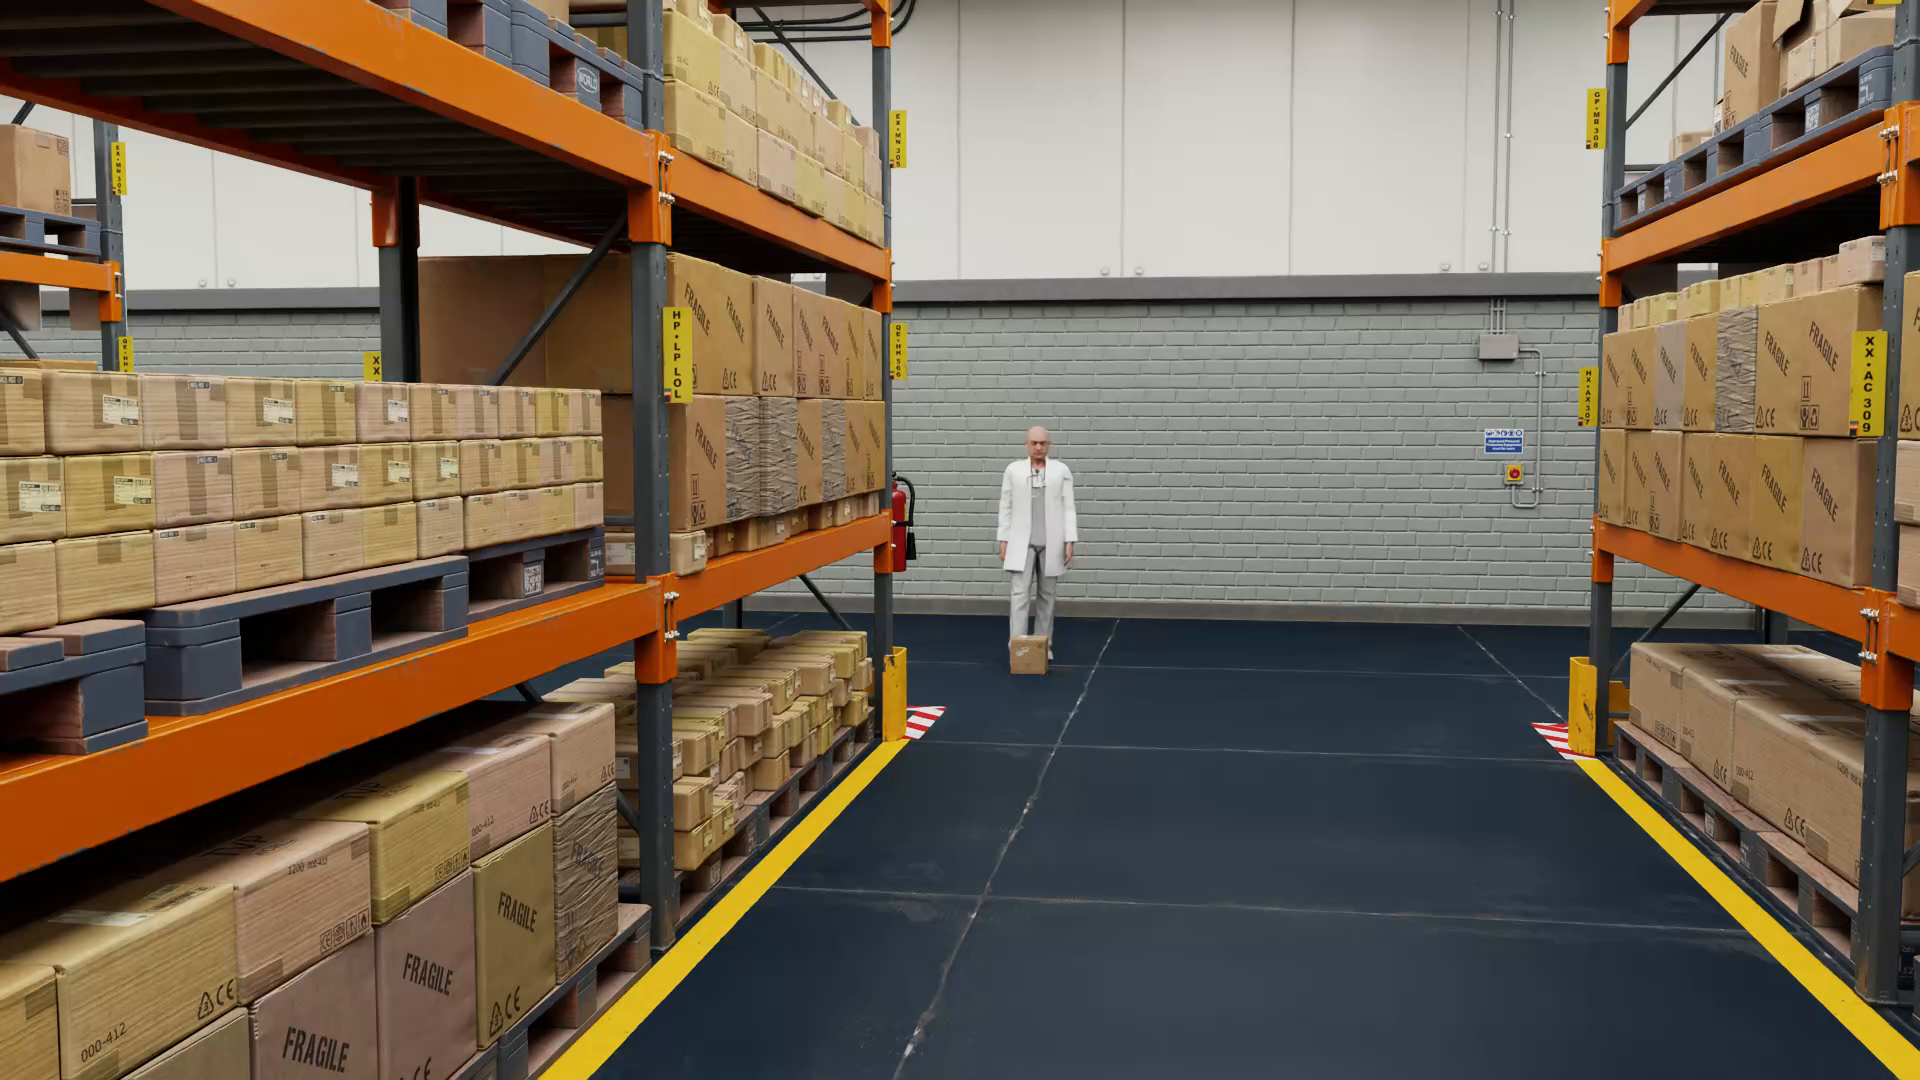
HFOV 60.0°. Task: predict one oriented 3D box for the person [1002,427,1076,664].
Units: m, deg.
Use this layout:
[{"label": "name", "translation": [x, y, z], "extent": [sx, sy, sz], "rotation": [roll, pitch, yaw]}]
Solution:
[{"label": "person", "translation": [0.595, 0.041, 12.581], "extent": [0.562, 1.782, 0.406], "rotation": [1, 4, 10]}]
